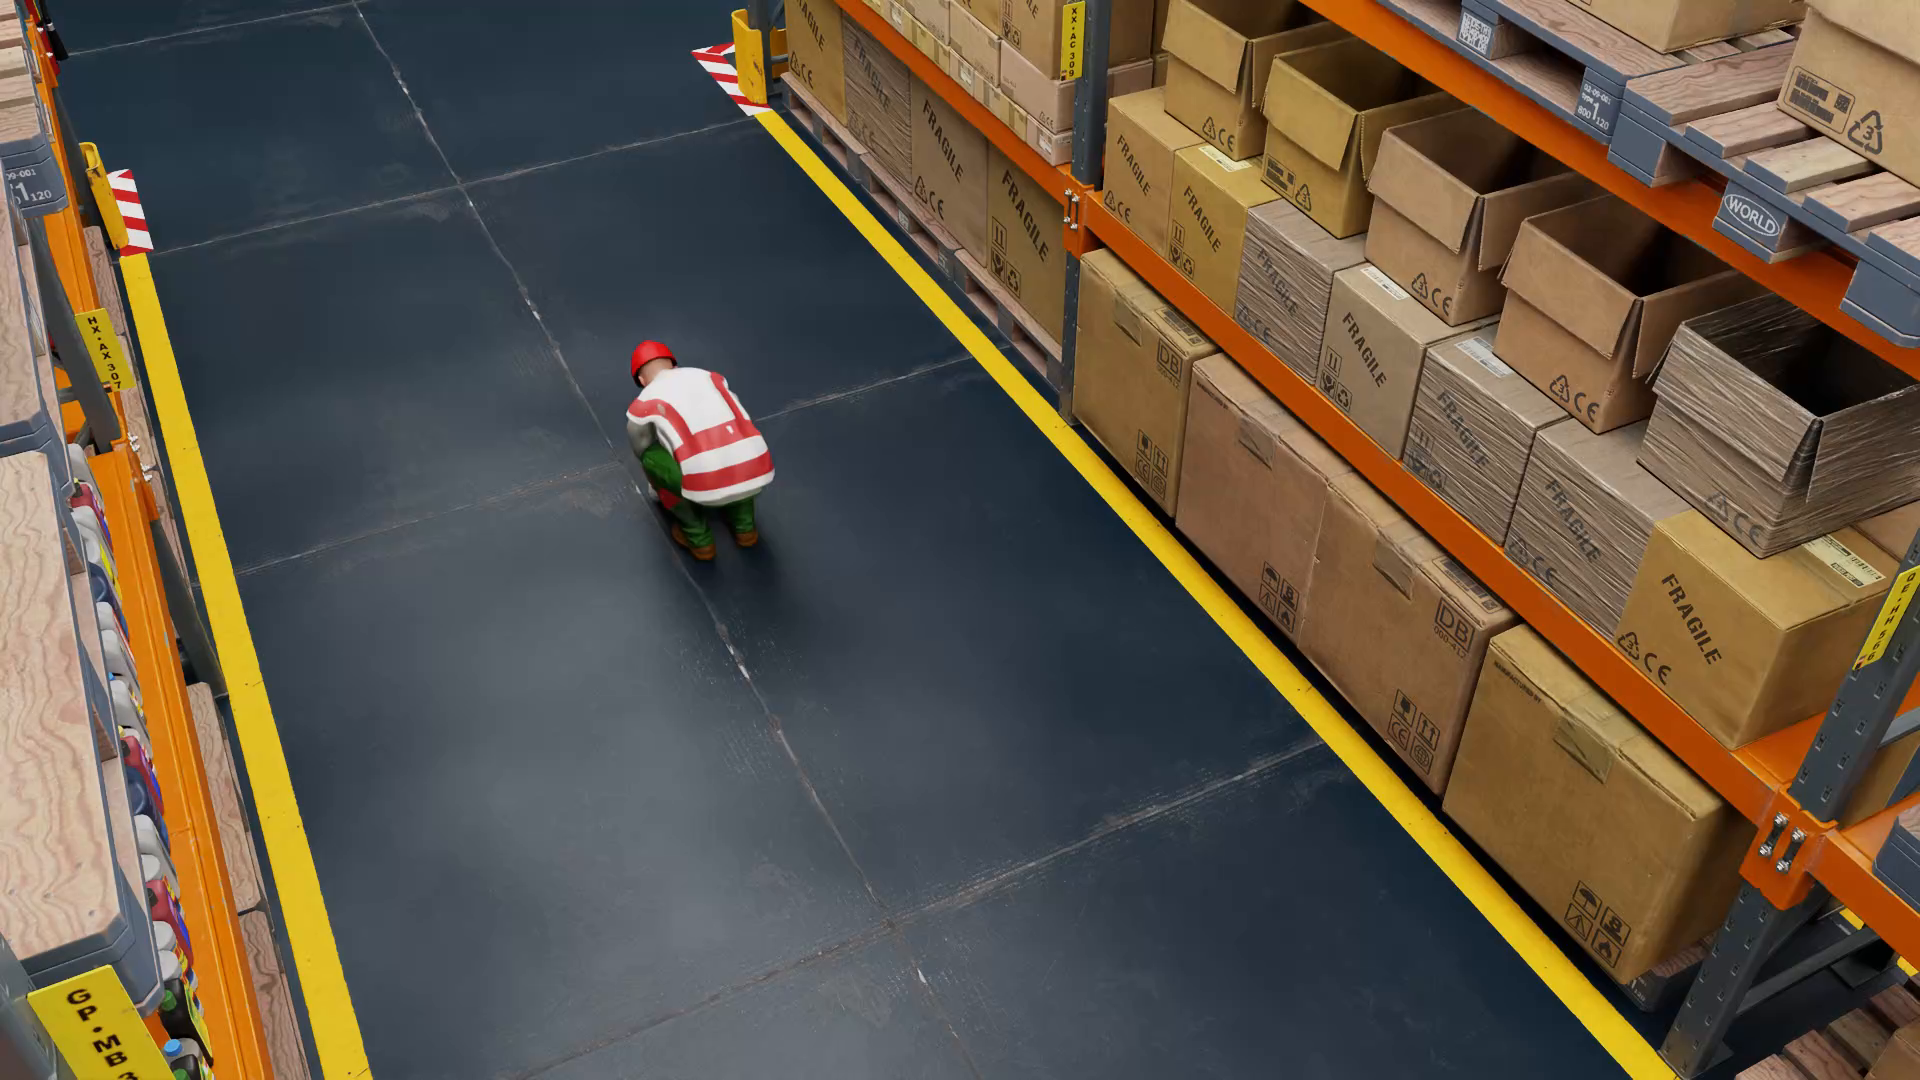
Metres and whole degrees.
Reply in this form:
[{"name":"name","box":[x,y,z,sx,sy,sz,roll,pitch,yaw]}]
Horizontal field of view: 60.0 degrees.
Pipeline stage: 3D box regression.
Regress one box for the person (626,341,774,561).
[{"name":"person","box":[-1.160,-0.360,7.357,0.521,0.801,0.949,-20,45,-21]}]
